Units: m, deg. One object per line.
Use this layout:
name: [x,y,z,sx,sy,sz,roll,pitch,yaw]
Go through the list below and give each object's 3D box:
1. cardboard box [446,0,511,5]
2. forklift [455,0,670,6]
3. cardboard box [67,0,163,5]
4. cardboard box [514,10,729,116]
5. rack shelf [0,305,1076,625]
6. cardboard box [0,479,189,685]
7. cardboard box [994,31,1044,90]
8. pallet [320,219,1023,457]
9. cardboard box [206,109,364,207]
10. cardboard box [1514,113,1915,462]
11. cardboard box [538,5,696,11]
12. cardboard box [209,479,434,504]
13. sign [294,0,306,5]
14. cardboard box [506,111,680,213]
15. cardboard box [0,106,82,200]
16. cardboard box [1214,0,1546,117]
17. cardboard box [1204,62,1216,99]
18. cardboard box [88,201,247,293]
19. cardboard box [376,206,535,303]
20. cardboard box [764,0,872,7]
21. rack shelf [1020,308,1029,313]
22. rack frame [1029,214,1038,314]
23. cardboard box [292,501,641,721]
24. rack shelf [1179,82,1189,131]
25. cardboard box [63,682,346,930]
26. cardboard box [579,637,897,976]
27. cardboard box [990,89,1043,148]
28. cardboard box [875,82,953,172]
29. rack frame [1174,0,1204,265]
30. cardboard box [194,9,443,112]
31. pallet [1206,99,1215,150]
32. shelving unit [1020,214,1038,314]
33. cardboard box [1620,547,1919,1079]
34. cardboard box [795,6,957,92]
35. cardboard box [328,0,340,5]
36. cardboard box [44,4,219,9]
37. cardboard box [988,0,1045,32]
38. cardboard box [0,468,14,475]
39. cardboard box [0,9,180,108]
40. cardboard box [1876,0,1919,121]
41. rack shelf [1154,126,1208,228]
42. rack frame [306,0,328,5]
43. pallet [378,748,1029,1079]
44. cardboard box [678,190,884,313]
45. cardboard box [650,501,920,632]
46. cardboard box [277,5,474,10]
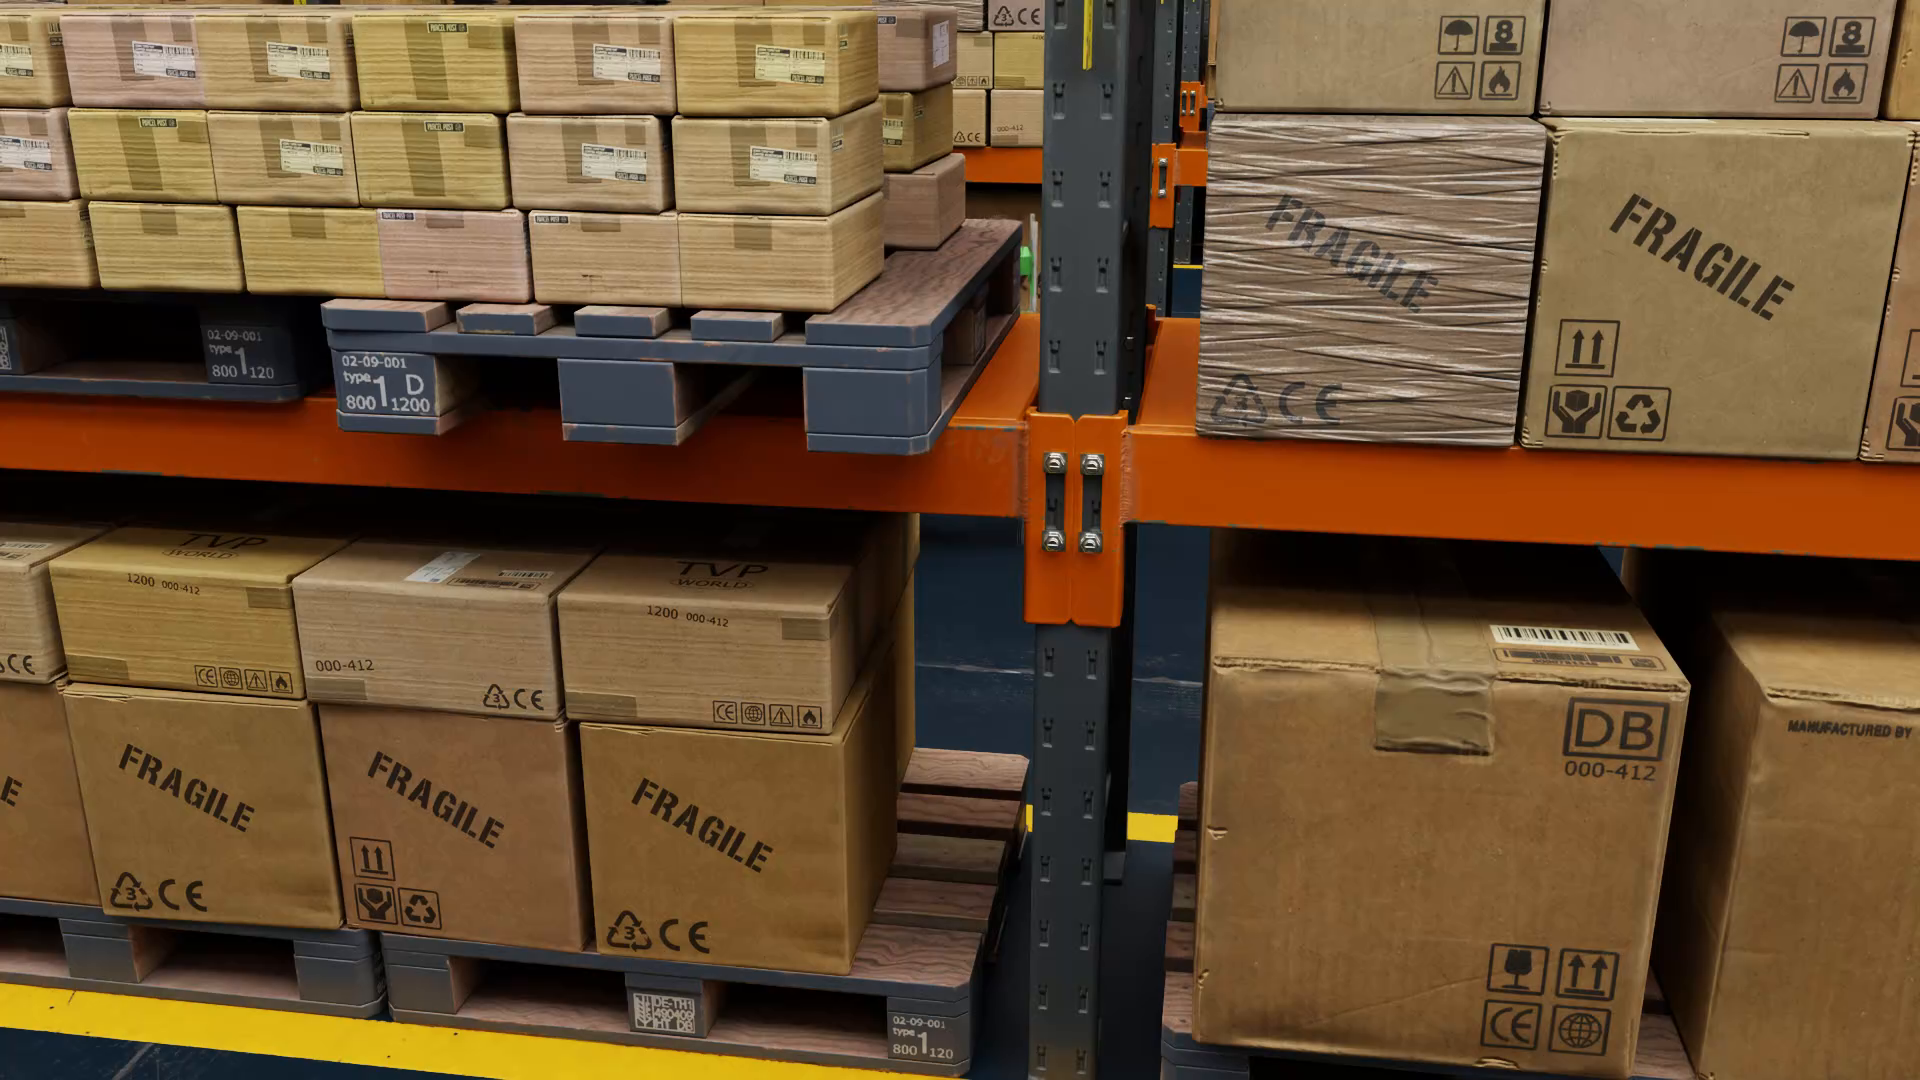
cardboard box: [-2.098,-2.680,7.852,0.500,0.500,0.500,3,19,8]
forklift: [-1.759,-1.377,5.800,3.031,2.935,1.130,0,19,0]
cardboard box: [-4.003,-2.774,8.134,0.500,0.500,0.500,3,19,8]
cardboard box: [-0.533,-0.787,2.724,0.250,0.149,0.380,3,19,8]
rack shelf: [-1.704,-0.290,3.576,4.000,0.370,1.077,3,19,9]
cardboard box: [-1.962,0.072,3.456,0.500,0.250,0.500,4,19,11]
cardboard box: [0.438,-2.197,7.590,0.500,0.250,0.500,3,19,8]
pallet: [-0.450,-0.442,3.199,1.003,0.211,1.213,3,19,9]
cardboard box: [-1.060,-0.672,2.849,0.250,0.149,0.380,3,19,9]
cardboard box: [1.174,-0.446,2.751,0.500,0.500,0.500,3,19,8]
cardboard box: [-0.662,-1.003,3.369,0.250,0.149,0.380,3,19,8]
cardboard box: [-1.359,-0.065,3.865,0.500,0.250,0.500,3,19,9]
sign: [-3.080,-2.562,7.743,0.005,0.325,0.100,3,19,9]
cardboard box: [-0.553,-0.647,2.773,0.250,0.149,0.380,4,19,11]
cardboard box: [-1.563,-0.698,2.927,0.250,0.149,0.380,3,19,10]
cardboard box: [0.712,-1.026,2.909,0.500,0.500,0.700,3,19,8]
cardboard box: [1.248,-2.092,7.561,0.250,0.149,0.380,2,19,5]
cardboard box: [-1.300,-0.544,2.935,0.250,0.149,0.380,2,19,6]
cardboard box: [-0.788,-0.517,2.855,0.250,0.149,0.380,3,19,10]
cardboard box: [-0.593,-2.602,7.620,0.500,0.500,0.500,3,19,9]
rack shelf: [0.022,-0.757,6.120,0.480,0.148,0.258,0,19,0]
rack frame: [0.266,-0.590,6.176,0.015,1.200,0.240,0,19,0]
cardboard box: [-0.946,0.126,3.295,0.500,0.250,0.500,3,19,9]
rack shelf: [-0.235,-3.401,12.874,4.000,0.370,1.077,3,19,9]
cardboard box: [-1.457,0.456,3.491,0.500,0.500,0.500,2,19,6]
cardboard box: [-0.420,0.505,3.345,0.500,0.500,0.500,3,19,8]
cardboard box: [0.416,-1.959,7.668,0.500,0.250,0.500,2,19,7]
cardboard box: [-0.174,-0.839,3.347,0.250,0.149,0.380,4,19,11]
rack frame: [1.740,-3.641,12.459,0.127,3.000,1.000,3,19,9]
cardboard box: [-1.056,-0.812,2.800,0.250,0.149,0.380,3,19,10]
pallet: [1.677,-1.993,7.834,1.003,0.211,1.213,3,19,9]
shelving unit: [0.022,-0.590,6.176,0.503,1.200,0.258,0,19,0]
cardboard box: [1.721,0.439,3.147,0.750,0.750,1.050,3,19,9]
cardboard box: [-0.159,-0.977,3.291,0.250,0.149,0.380,3,19,9]
cardboard box: [-3.425,-2.909,8.536,0.500,0.500,0.500,3,19,9]
cardboard box: [-1.698,-1.056,3.528,0.250,0.149,0.380,3,19,8]
cardboard box: [0.404,-2.552,7.469,0.500,0.500,0.500,2,19,7]
cardboard box: [-2.398,-0.113,4.008,0.500,0.250,0.500,4,19,11]
cardboard box: [-1.562,-0.839,2.881,0.250,0.149,0.380,4,19,11]
cardboard box: [1.719,-0.976,2.759,0.500,0.500,0.700,3,19,8]
rack shelf: [2.931,-1.644,7.624,4.000,0.370,1.077,3,19,9]
rack frame: [-2.993,-2.288,8.412,0.127,3.000,1.000,3,19,9]
pallet: [-0.501,0.752,3.722,1.213,0.211,1.003,3,19,9]
cardboard box: [-0.289,-0.491,2.778,0.250,0.149,0.380,3,19,10]
cardboard box: [-0.372,-0.010,3.702,0.500,0.250,0.500,2,19,6]
cardboard box: [-1.191,-1.029,3.449,0.250,0.149,0.380,4,19,11]
